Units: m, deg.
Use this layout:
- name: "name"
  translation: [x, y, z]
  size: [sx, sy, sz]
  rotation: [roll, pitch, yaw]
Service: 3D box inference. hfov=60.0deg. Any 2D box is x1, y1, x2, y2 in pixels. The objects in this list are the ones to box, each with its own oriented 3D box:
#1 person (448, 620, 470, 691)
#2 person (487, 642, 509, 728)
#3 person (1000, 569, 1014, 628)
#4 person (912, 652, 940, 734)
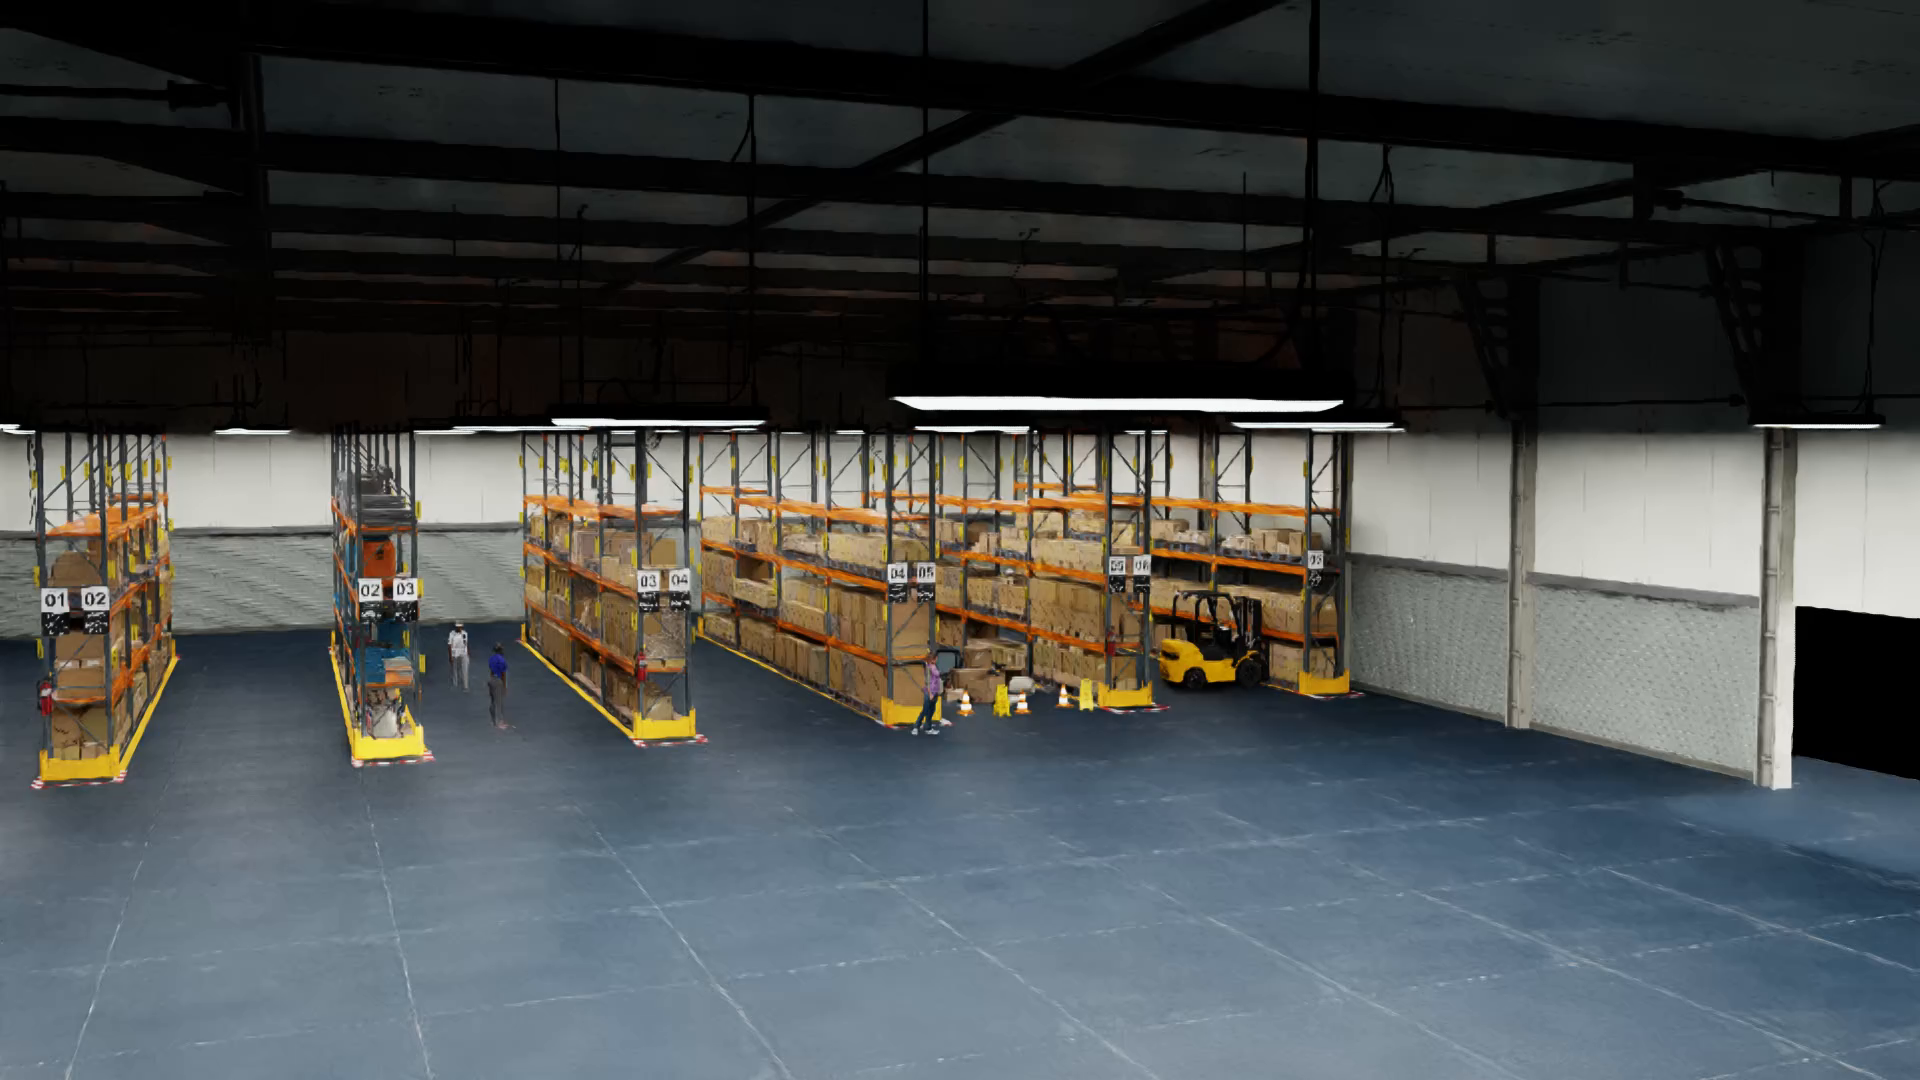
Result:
- name: "person"
  translation: [-11.269, 2.575, 37.393]
  size: [0.456, 1.589, 1.088]
  rotation: [-1, 4, -20]
- name: "person"
  translation: [-9.047, 2.837, 32.680]
  size: [0.551, 1.666, 0.440]
  rotation: [3, 5, 41]
- name: "person"
  translation: [1.456, 1.747, 49.562]
  size: [0.580, 1.767, 0.735]
  rotation: [-1, 4, -18]
- name: "person"
  translation: [-0.659, 2.945, 31.824]
  size: [0.457, 1.589, 0.596]
  rotation: [1, 4, 20]
